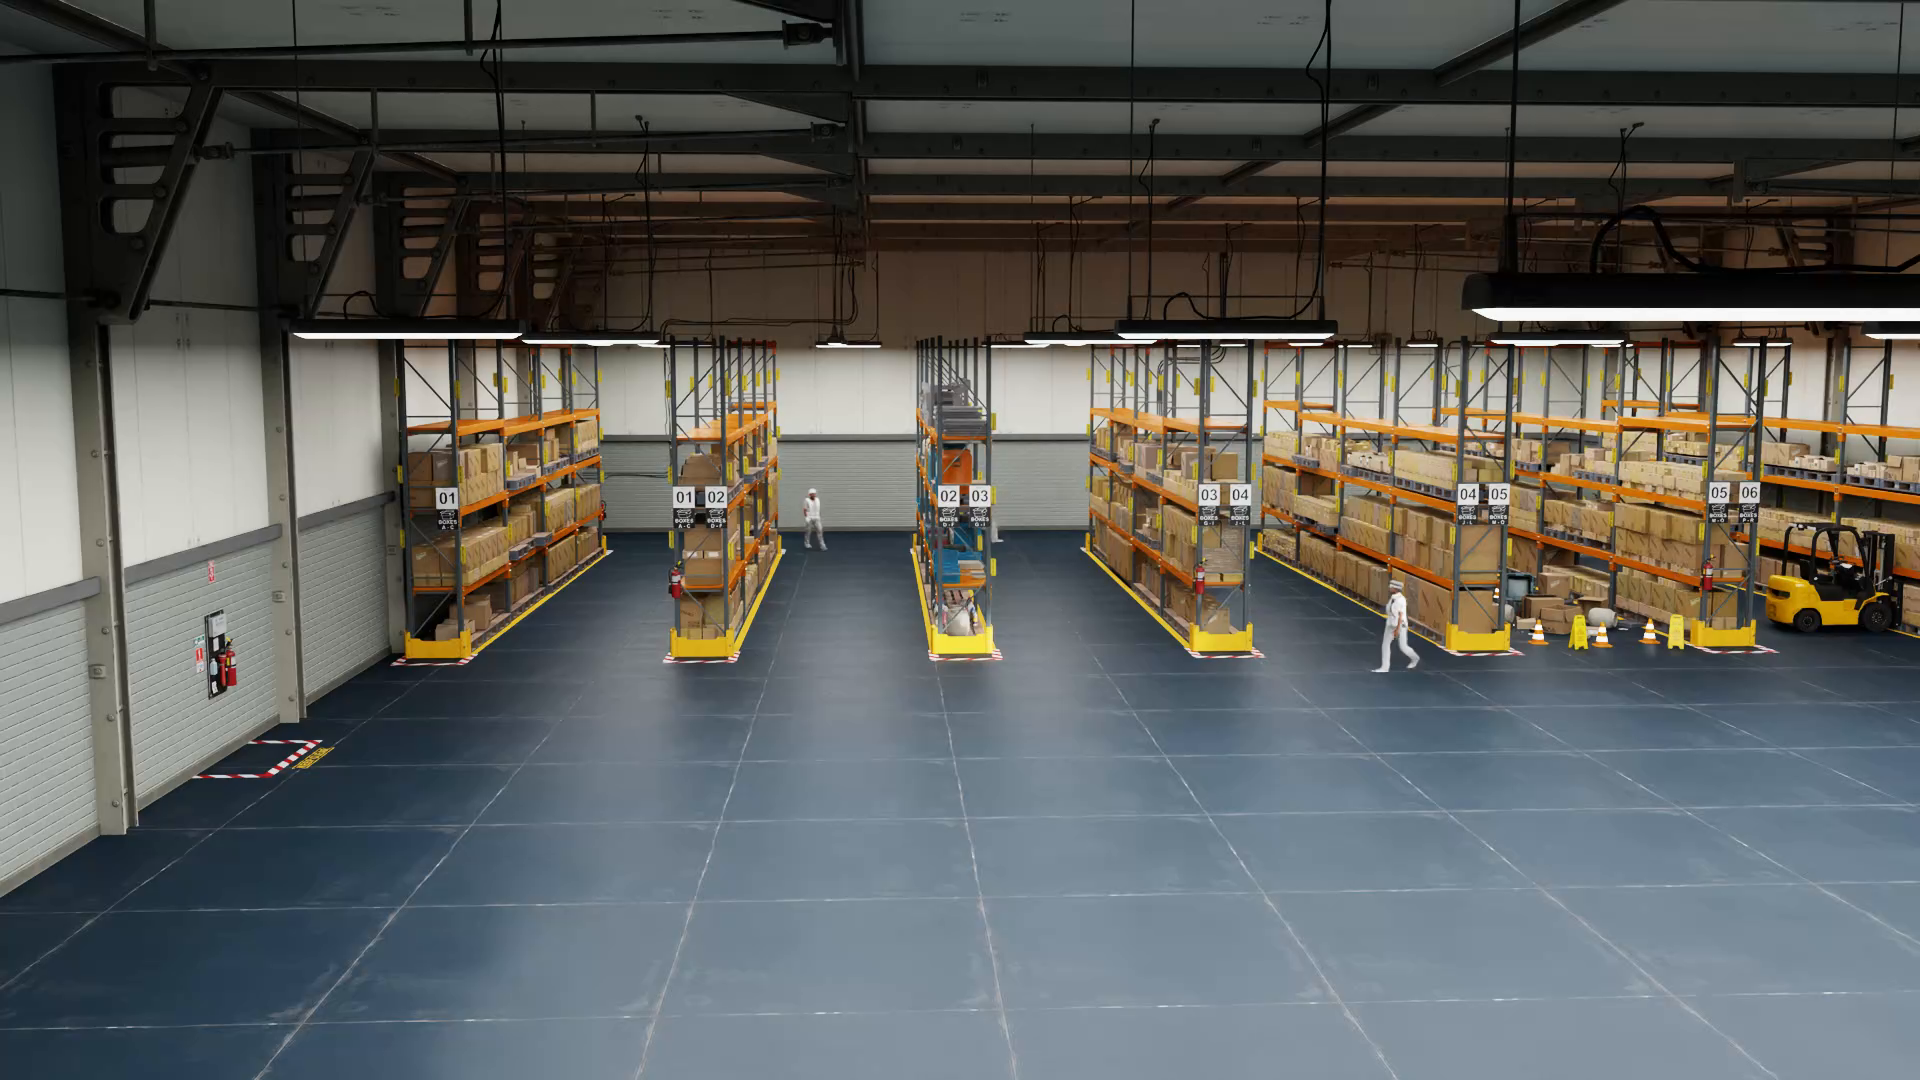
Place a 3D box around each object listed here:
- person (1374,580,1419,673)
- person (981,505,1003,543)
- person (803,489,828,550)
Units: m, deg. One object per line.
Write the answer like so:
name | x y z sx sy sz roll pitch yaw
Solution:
person | 7.802 1.531 29.649 0.886 1.652 0.409 -4 8 -34
person | 0.759 -0.765 49.585 1.075 1.734 0.663 2 7 16
person | -4.246 -0.640 47.876 0.595 1.691 0.774 -4 7 -29
